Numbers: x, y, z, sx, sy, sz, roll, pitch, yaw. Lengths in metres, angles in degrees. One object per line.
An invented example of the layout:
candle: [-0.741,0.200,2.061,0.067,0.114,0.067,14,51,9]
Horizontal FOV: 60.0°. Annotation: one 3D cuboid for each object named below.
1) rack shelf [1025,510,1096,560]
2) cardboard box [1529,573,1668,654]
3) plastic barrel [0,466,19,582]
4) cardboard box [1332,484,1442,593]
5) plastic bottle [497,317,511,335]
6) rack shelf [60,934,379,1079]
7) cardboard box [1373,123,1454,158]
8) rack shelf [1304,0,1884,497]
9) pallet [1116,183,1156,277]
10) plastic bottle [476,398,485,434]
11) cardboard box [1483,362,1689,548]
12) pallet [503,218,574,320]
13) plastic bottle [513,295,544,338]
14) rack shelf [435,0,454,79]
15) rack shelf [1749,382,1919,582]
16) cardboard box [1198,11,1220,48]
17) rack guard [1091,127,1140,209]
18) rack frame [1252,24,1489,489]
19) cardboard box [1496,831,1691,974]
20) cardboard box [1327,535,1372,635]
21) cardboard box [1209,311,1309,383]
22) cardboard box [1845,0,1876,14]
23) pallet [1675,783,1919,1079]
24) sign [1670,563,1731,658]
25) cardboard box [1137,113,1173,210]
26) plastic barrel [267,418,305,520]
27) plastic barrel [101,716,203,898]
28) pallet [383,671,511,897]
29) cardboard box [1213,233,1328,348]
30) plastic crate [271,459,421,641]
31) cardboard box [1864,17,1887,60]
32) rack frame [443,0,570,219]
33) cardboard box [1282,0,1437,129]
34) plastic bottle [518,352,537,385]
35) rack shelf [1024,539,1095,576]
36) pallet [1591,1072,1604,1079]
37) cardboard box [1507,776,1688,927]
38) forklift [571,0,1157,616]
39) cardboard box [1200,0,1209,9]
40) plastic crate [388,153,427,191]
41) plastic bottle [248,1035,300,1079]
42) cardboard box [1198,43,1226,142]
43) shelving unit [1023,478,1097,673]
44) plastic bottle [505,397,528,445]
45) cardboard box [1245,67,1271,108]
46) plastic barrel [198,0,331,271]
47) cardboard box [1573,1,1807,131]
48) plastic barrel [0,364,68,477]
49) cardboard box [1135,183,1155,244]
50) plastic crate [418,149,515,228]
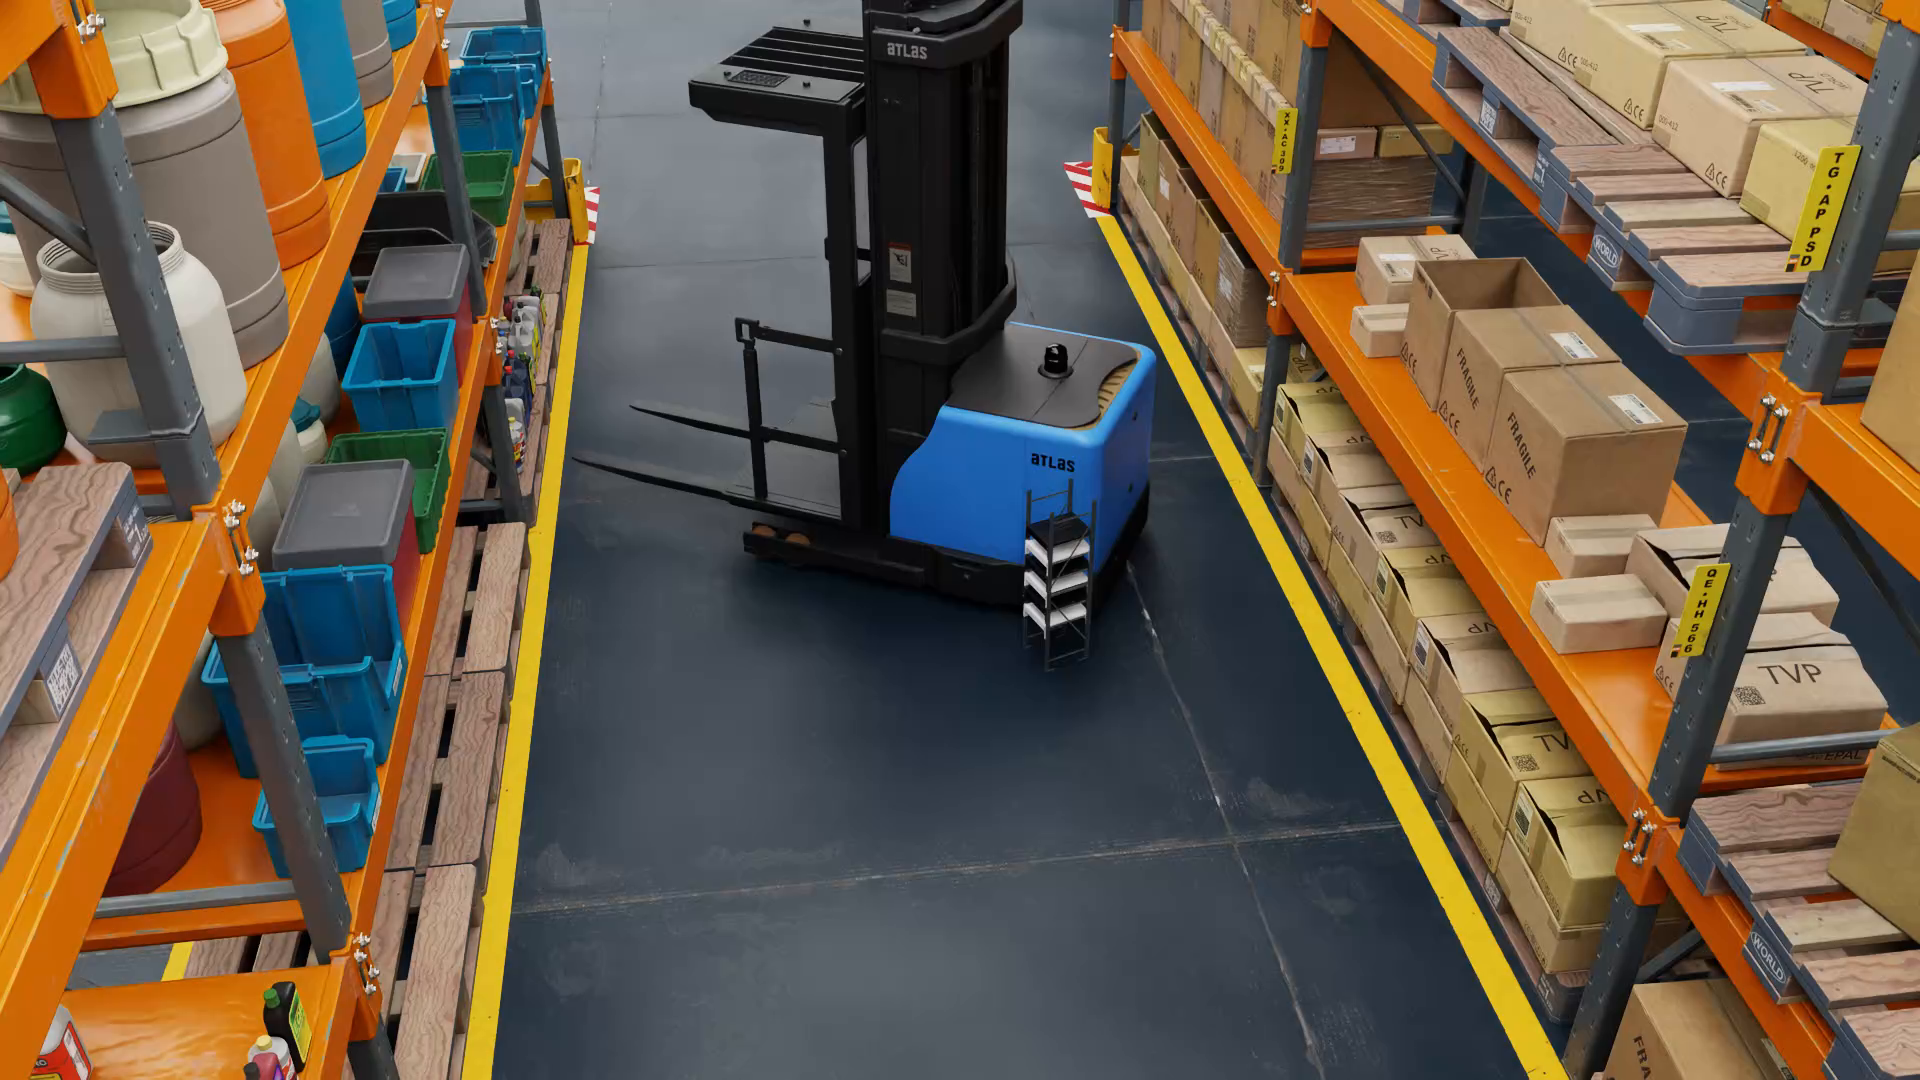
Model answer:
rack shelf: [0.455,-0.025,7.567,0.258,0.077,0.200,-17,38,-23]
cardboard box: [2.271,0.262,5.925,0.380,0.149,0.250,-4,35,-6]
plastic barrel: [-2.169,-0.262,3.052,0.600,0.830,0.708,-4,35,-6]
cardboard box: [2.070,-0.044,7.722,0.500,0.311,0.500,-5,35,-8]
plastic bottle: [-2.733,-1.246,10.009,0.097,0.201,0.097,0,34,0]
rack shelf: [-1.974,2.425,3.166,1.077,0.370,4.000,-4,35,-6]
cardboard box: [2.284,-2.067,8.455,0.380,0.149,0.250,-4,35,-6]
rack shelf: [2.397,-1.419,6.144,1.077,0.370,4.000,-4,35,-6]
pallet: [1.735,-2.250,11.863,1.003,0.211,1.213,-4,35,-6]
plastic bottle: [-2.621,-0.778,9.190,0.144,0.351,0.185,-4,35,-6]
cardboard box: [2.424,-0.338,6.493,0.500,0.500,0.500,-6,35,-9]
pallet: [-3.158,-1.807,11.215,1.003,0.211,1.213,-4,35,-6]
plastic bottle: [-2.630,-1.374,10.131,0.152,0.276,0.135,-4,34,-6]
rack shelf: [-3.050,-3.278,8.872,1.077,0.370,4.000,-4,35,-6]
rack shelf: [2.935,0.813,2.869,1.077,0.370,4.000,-4,35,-6]
cardboard box: [1.636,-3.042,9.885,0.380,0.149,0.250,-4,34,-6]
rack guard: [1.587,-2.806,12.423,1.175,0.500,0.348,-4,35,-6]
rack frame: [2.128,-1.593,8.424,1.000,3.000,0.127,-4,35,-6]
cardboard box: [2.354,1.326,6.209,0.500,0.250,0.500,-4,34,-5]
cardboard box: [2.077,0.188,7.880,0.500,0.250,0.500,-5,35,-8]
cardboard box: [1.792,-1.153,9.846,0.500,0.250,0.500,-4,35,-6]
cardboard box: [6.321,-3.893,11.249,0.500,0.500,0.500,-4,35,-6]
pallet: [2.827,1.091,4.656,1.213,0.211,1.003,-4,35,-6]
sign: [2.117,0.204,4.758,0.100,0.325,0.005,-4,35,-6]
cardboard box: [1.511,-2.578,11.272,0.500,0.500,0.500,-4,35,-6]
plastic barrel: [-2.771,-0.316,6.430,0.433,0.535,0.433,0,34,0]
plastic barrel: [-2.605,0.720,4.909,0.600,0.536,0.708,-4,35,-6]
pallet: [-2.469,1.050,7.022,1.003,0.211,1.213,-4,35,-6]
cardboard box: [1.794,-1.463,9.635,0.500,0.500,0.500,-4,35,-6]
plastic crate: [-2.157,0.061,5.941,0.402,0.464,0.583,-4,35,-6]
cardboard box: [6.396,-3.279,11.014,0.500,0.250,0.500,-5,35,-7]
rack frame: [-3.319,-3.452,11.152,1.000,3.000,0.127,-4,35,-6]
cardboard box: [2.062,-2.418,8.393,0.700,0.500,0.500,-4,34,-6]
plastic bottle: [-2.518,-0.993,9.637,0.097,0.201,0.097,0,34,0]
rack shelf: [0.455,0.050,7.617,0.258,0.077,0.200,-17,38,-23]
pallet: [2.729,2.211,5.319,1.003,0.211,1.213,-4,35,-6]
cardboard box: [2.352,1.096,6.049,0.500,0.311,0.500,-3,34,-5]
forklift: [-0.580,-1.340,8.113,3.031,2.935,1.130,12,36,18]
cardboard box: [1.792,-3.537,10.036,0.700,0.500,0.500,-4,35,-6]
plastic crate: [-3.250,-1.998,9.253,0.530,0.136,0.437,-4,35,-6]
plastic bottle: [-1.768,1.353,4.277,0.097,0.201,0.097,0,34,0]
cardboard box: [1.851,-2.742,10.020,0.700,0.500,0.500,-3,34,-5]
shelving unit: [0.455,0.171,7.700,0.258,0.900,0.210,-17,38,-23]
plastic bottle: [-2.460,-0.666,9.091,0.152,0.276,0.135,-3,34,-5]
cardboard box: [1.774,-2.469,9.044,0.380,0.149,0.250,-4,35,-6]
plastic barrel: [-2.226,-1.245,4.868,0.600,0.830,0.708,-4,35,-6]
cardboard box: [2.395,-1.572,5.490,0.500,0.250,0.500,-5,35,-7]
plastic barrel: [-2.327,-0.297,3.997,0.294,0.245,0.294,0,34,0]
cardboard box: [1.513,-2.268,11.483,0.500,0.250,0.500,-4,35,-6]
plastic crate: [-2.683,-1.911,9.079,0.450,0.188,0.662,-4,35,-6]
